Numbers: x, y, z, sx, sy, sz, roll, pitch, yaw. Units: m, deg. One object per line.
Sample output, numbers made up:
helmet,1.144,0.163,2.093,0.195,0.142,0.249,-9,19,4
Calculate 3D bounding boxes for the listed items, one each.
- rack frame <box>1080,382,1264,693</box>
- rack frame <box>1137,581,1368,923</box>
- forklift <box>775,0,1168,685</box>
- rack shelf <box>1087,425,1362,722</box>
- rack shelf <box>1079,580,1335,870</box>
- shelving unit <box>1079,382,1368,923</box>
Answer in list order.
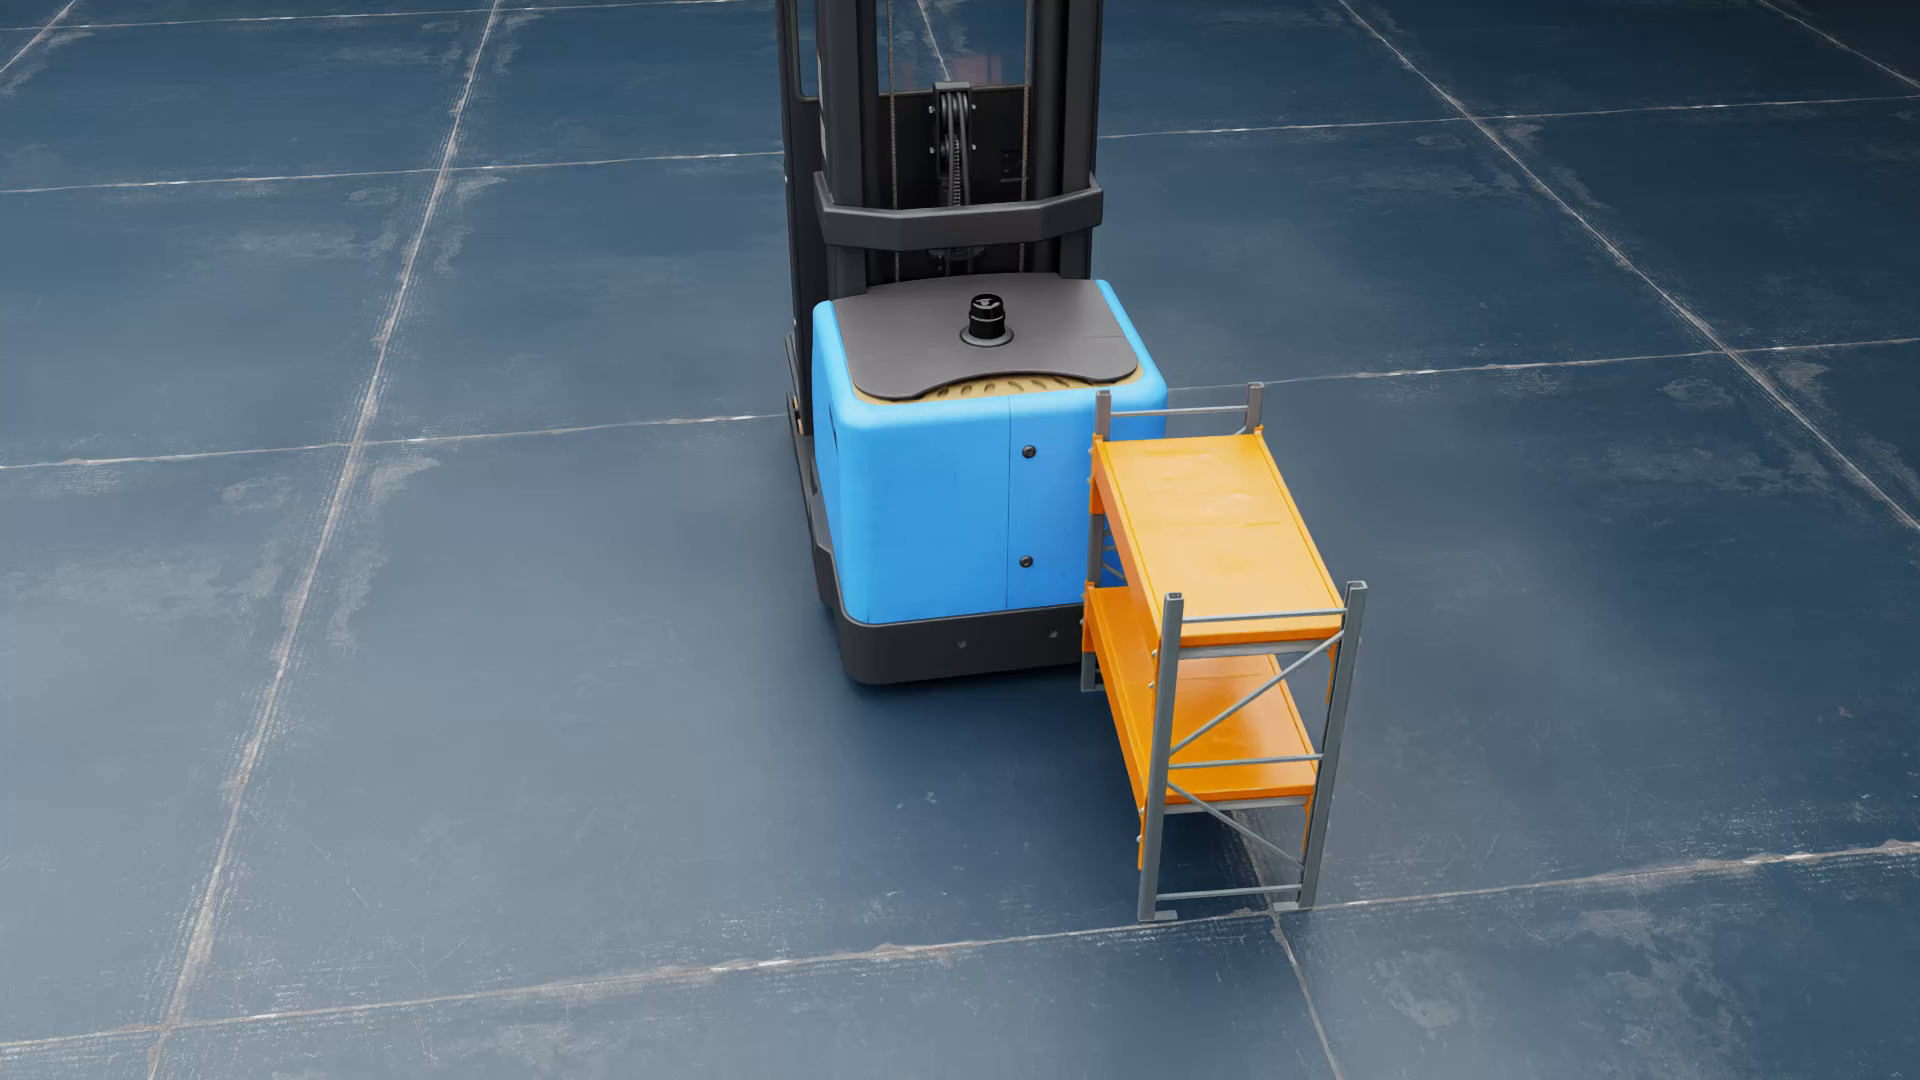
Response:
rack frame,0.650,0.018,5.225,0.500,1.125,0.032,-3,34,-5
rack frame,0.750,0.588,4.389,0.500,1.125,0.032,-3,34,-5
forklift,-0.108,-1.560,5.936,1.130,2.935,3.031,-6,35,-8
rack shelf,0.700,0.061,4.642,0.538,0.278,1.000,-3,34,-5
rack shelf,0.700,0.505,4.944,0.538,0.278,1.000,-3,34,-5
shelving unit,0.700,0.303,4.807,0.538,1.125,1.048,-3,34,-5
